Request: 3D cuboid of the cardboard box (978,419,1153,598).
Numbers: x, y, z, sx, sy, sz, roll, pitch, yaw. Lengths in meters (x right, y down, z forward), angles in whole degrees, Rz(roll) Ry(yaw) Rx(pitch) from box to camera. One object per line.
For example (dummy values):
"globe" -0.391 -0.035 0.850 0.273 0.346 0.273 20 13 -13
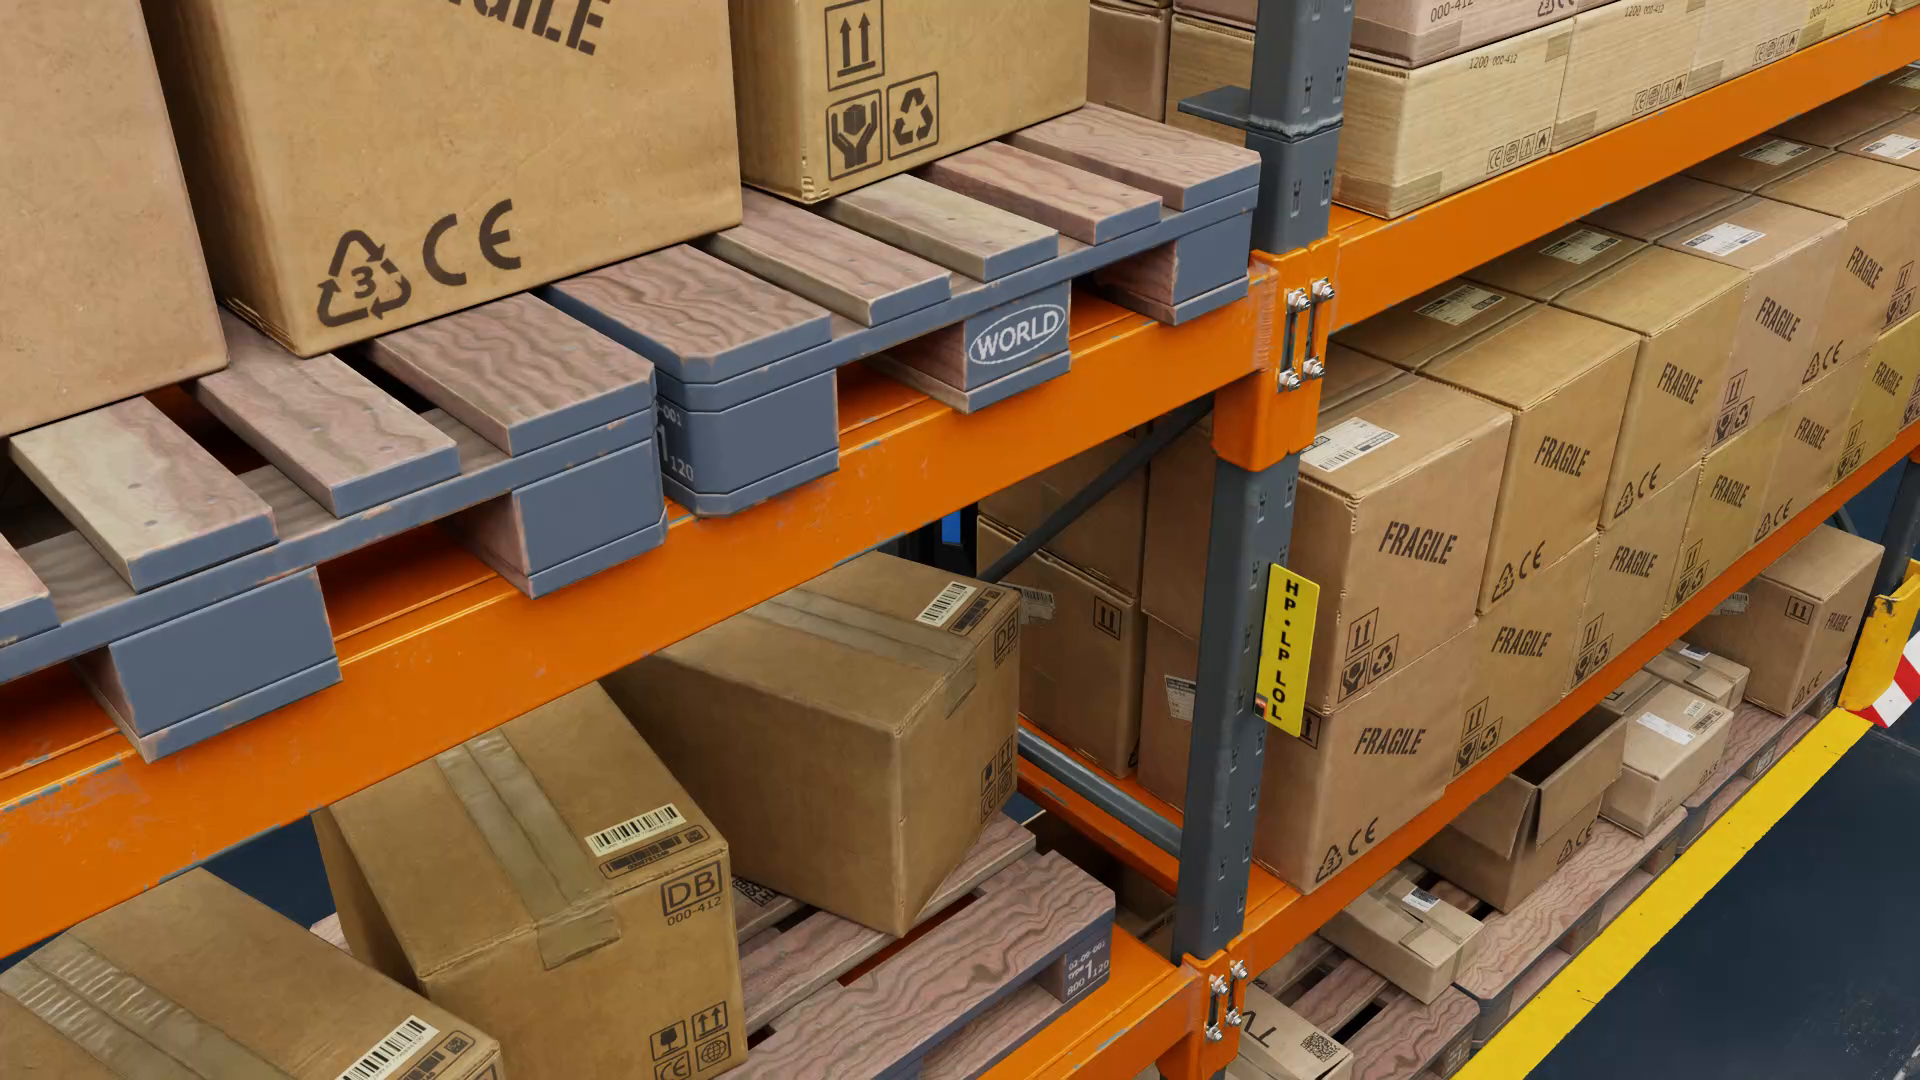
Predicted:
"cardboard box" 0.391 -0.266 3.756 0.500 0.500 0.500 -26 40 -35

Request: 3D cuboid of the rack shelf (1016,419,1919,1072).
"rack shelf" 1.663 0.079 4.936 4.000 0.370 1.077 -26 40 -35

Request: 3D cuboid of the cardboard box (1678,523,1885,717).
"cardboard box" 2.898 0.228 5.976 0.500 0.500 0.500 -26 40 -35

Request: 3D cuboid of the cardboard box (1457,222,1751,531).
"cardboard box" 1.488 -0.413 3.996 0.500 0.500 0.500 -27 41 -37

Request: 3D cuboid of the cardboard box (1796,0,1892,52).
"cardboard box" 1.822 -1.344 3.840 0.500 0.250 0.500 -26 40 -35

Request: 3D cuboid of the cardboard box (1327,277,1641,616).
"cardboard box" 1.111 -0.231 3.698 0.500 0.500 0.500 -27 41 -37

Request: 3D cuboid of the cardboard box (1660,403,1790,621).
"cardboard box" 1.869 -0.178 4.571 0.500 0.500 0.500 -26 40 -36

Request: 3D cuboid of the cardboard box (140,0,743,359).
"cardboard box" -0.698 -0.667 1.996 0.600 0.600 0.600 -26 40 -36

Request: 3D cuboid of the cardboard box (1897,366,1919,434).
"cardboard box" 2.986 -0.717 5.452 0.500 0.500 0.500 -24 39 -34

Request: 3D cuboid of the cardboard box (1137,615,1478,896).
"cardboard box" 0.755 0.362 3.687 0.500 0.500 0.500 -25 39 -34

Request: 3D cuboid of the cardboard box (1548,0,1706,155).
"cardboard box" 1.090 -0.988 3.259 0.500 0.250 0.500 -26 40 -35

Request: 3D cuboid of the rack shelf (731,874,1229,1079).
"rack shelf" -1.270 1.497 2.615 4.000 0.370 1.077 -26 40 -35

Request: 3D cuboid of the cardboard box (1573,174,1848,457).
"cardboard box" 1.866 -0.596 4.296 0.500 0.500 0.500 -24 39 -34

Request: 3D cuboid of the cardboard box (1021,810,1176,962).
"cardboard box" 0.421 1.049 4.633 0.500 0.500 0.500 -26 40 -35

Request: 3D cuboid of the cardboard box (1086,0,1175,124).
"cardboard box" 0.372 -1.009 3.293 0.500 0.250 0.500 -26 40 -35

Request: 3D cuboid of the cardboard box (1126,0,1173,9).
"cardboard box" 0.368 -1.224 3.166 0.500 0.250 0.500 -26 40 -35

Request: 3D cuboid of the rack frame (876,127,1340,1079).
"rack frame" 0.196 0.481 3.588 0.127 3.000 1.000 -26 40 -35

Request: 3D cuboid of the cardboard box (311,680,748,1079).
"cardboard box" -0.765 0.610 2.879 0.500 0.500 0.700 -19 36 -28

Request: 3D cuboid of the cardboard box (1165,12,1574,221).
"cardboard box" 0.721 -0.812 2.972 0.500 0.250 0.500 -26 40 -35

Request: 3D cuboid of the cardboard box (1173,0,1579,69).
"cardboard box" 0.722 -1.025 2.841 0.500 0.250 0.500 -26 40 -35

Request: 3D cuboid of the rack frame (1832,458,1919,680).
"rack frame" 3.129 -0.938 5.908 0.127 3.000 1.000 -26 40 -35

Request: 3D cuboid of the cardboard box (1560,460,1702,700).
"cardboard box" 1.497 0.003 4.275 0.500 0.500 0.500 -26 40 -36

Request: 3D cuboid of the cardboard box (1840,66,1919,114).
"cardboard box" 2.990 -1.144 5.191 0.500 0.500 0.500 -26 40 -36

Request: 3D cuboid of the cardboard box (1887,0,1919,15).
"cardboard box" 2.200 -1.515 4.120 0.500 0.250 0.500 -26 40 -35

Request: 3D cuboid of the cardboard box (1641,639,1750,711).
"cardboard box" 2.540 0.480 5.884 0.250 0.166 0.380 -26 40 -35

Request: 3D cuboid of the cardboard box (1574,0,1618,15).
"cardboard box" 1.087 -1.203 3.132 0.500 0.250 0.500 -26 40 -35

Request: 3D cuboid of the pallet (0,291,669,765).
"pallet" -1.088 -0.145 1.916 1.003 0.211 1.213 -26 40 -35

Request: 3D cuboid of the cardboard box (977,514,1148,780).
"cardboard box" 0.388 0.163 4.012 0.500 0.500 0.500 -25 39 -35

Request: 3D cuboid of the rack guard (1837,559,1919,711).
"rack guard" 3.073 0.156 6.516 0.348 0.500 1.175 -26 40 -35

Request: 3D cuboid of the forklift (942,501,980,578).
"forklift" 0.592 -1.148 6.318 3.031 2.935 1.130 10 33 16

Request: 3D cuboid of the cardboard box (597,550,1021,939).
"cardboard box" -0.303 0.342 3.317 0.700 0.500 0.500 15 35 23

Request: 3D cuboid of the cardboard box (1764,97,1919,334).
"cardboard box" 2.620 -0.964 4.897 0.500 0.500 0.500 -25 39 -34

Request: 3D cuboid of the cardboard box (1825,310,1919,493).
"cardboard box" 2.608 -0.532 5.149 0.500 0.500 0.500 -25 40 -35

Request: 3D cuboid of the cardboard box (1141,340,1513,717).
"cardboard box" 0.733 -0.048 3.398 0.500 0.500 0.500 -25 39 -34

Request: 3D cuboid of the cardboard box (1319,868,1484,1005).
"cardboard box" 1.278 1.125 4.828 0.250 0.166 0.380 -26 40 -35

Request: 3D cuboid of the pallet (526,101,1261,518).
"pallet" -0.330 -0.514 2.520 1.003 0.211 1.213 -26 40 -35

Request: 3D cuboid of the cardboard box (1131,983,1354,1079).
"cardboard box" 0.651 1.374 4.283 0.500 0.311 0.500 -26 40 -35

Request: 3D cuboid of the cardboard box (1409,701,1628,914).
"cardboard box" 1.570 0.690 5.217 0.637 0.503 0.797 -26 40 -35

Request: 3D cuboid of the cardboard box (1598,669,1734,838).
"cardboard box" 2.181 0.660 5.509 0.500 0.250 0.500 -26 40 -35

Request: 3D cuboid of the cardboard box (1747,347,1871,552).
"cardboard box" 2.238 -0.357 4.863 0.500 0.500 0.500 -25 40 -35

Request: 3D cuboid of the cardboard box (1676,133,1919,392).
"cardboard box" 2.243 -0.779 4.594 0.500 0.500 0.500 -25 39 -34

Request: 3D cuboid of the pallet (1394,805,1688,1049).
"pallet" 1.595 0.993 5.424 1.213 0.211 1.003 -26 40 -35

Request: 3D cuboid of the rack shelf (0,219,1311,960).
"rack shelf" -1.270 0.218 1.833 4.000 0.370 1.077 -26 40 -35

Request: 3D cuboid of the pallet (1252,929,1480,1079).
"pallet" 0.700 1.428 4.713 1.213 0.211 1.003 -26 40 -35

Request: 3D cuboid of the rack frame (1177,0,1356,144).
"rack frame" 0.196 -2.078 2.023 0.127 3.000 1.000 -26 40 -35

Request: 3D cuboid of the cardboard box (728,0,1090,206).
"cardboard box" -0.223 -0.913 2.397 0.600 0.600 0.600 25 39 35

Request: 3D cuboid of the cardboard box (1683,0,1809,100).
"cardboard box" 1.458 -1.165 3.548 0.500 0.250 0.500 -26 40 -35

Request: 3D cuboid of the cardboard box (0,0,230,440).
"cardboard box" -1.200 -0.438 1.622 0.600 0.600 0.600 27 41 37

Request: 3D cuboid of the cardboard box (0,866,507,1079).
"cardboard box" -1.057 0.910 2.389 0.700 0.500 0.500 18 36 27

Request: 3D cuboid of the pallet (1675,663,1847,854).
"pallet" 2.490 0.562 6.129 1.213 0.211 1.003 -26 40 -35

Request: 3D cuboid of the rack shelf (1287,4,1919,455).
"rack shelf" 1.663 -1.201 4.153 4.000 0.370 1.077 -26 40 -35

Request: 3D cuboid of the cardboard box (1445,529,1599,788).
"cardboard box" 1.128 0.179 3.986 0.500 0.500 0.500 -25 39 -35

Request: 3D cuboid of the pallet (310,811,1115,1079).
"pallet" -0.464 0.805 3.243 1.213 0.211 1.003 -26 40 -35

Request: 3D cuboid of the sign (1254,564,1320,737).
"sign" 0.576 0.198 2.941 0.005 0.325 0.100 -26 40 -35
